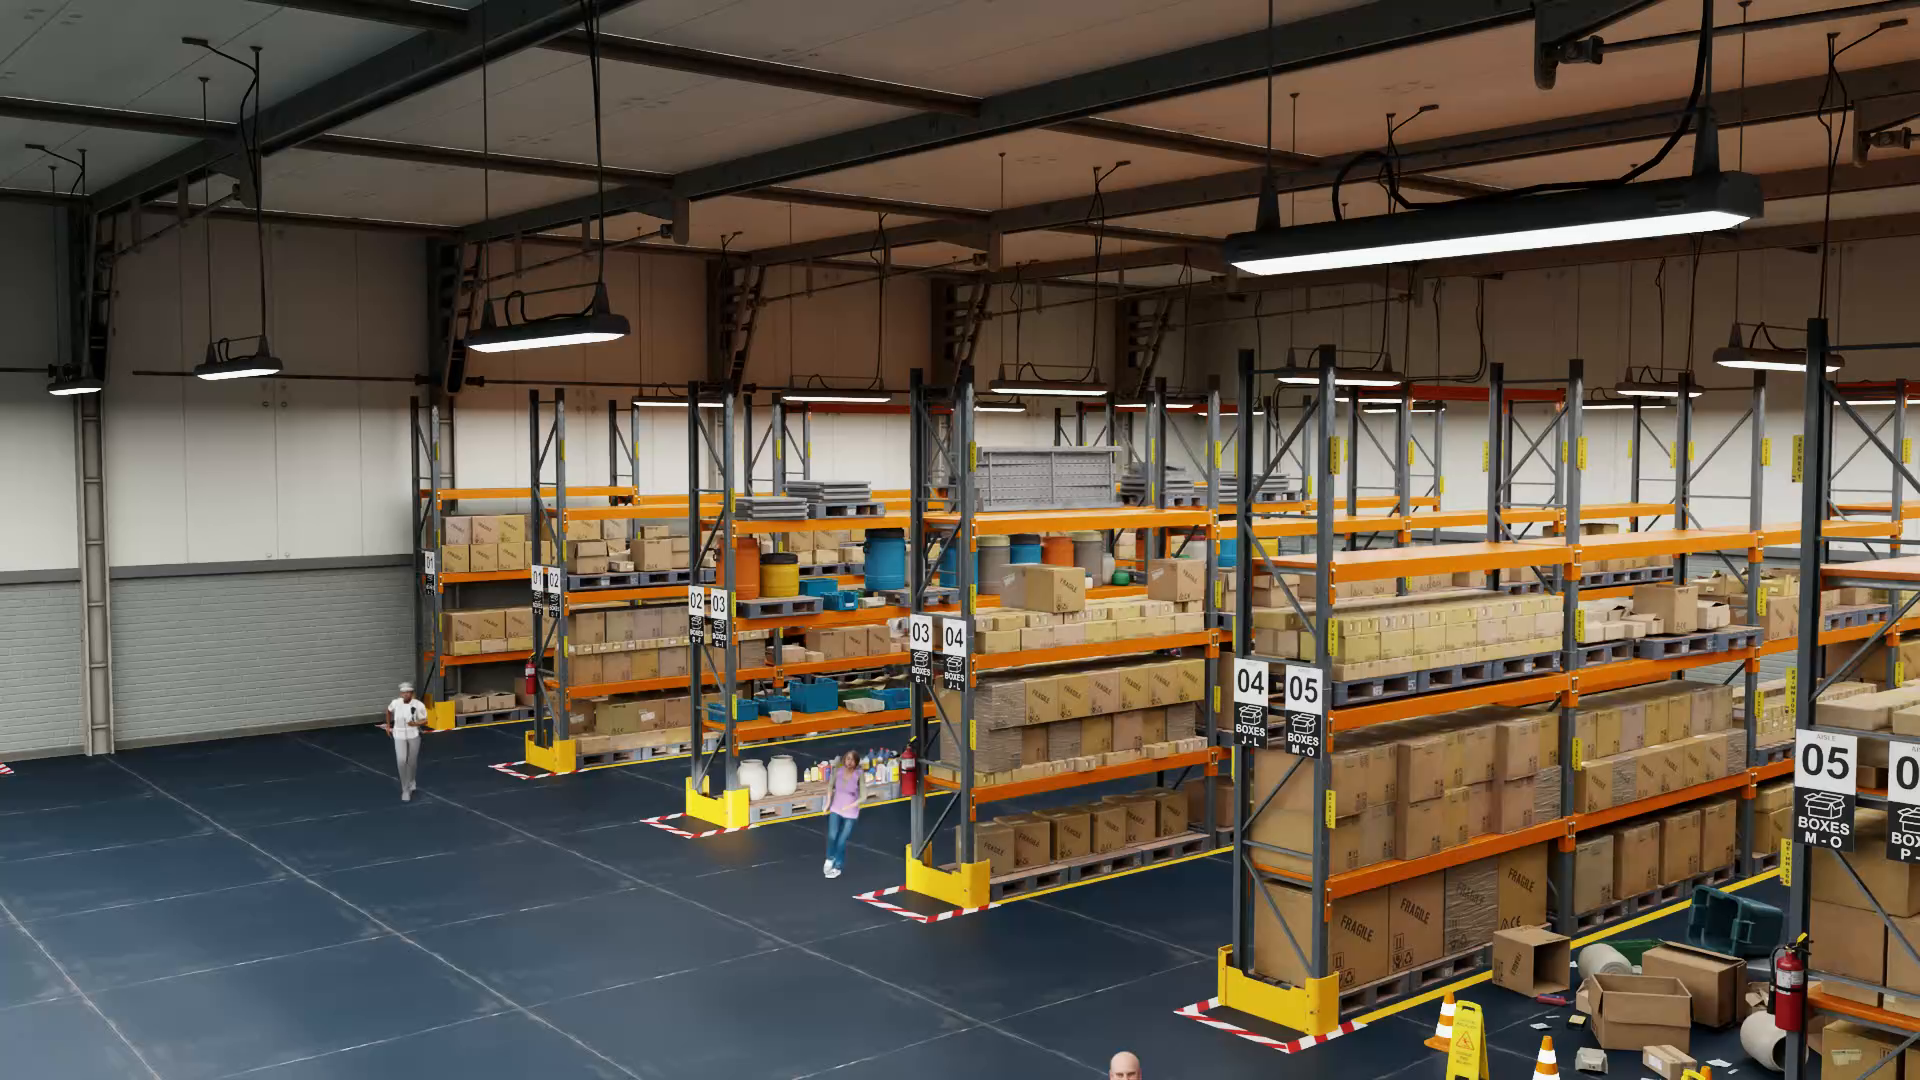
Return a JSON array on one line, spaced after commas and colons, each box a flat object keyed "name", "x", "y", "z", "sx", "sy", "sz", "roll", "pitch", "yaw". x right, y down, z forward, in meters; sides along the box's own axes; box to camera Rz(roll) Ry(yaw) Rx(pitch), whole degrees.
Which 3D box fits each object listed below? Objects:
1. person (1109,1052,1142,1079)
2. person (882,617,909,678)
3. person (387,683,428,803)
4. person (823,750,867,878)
[{"name": "person", "x": 0.955, "y": 3.760, "z": 9.442, "sx": 0.625, "sy": 1.787, "sz": 0.830, "roll": 1, "pitch": 3, "yaw": 9}, {"name": "person", "x": -1.322, "y": 2.067, "z": 32.923, "sx": 0.624, "sy": 1.766, "sz": 0.681, "roll": -3, "pitch": 5, "yaw": -44}, {"name": "person", "x": -8.031, "y": 2.907, "z": 24.188, "sx": 0.599, "sy": 1.735, "sz": 0.846, "roll": -1, "pitch": 3, "yaw": -12}, {"name": "person", "x": -1.360, "y": 3.236, "z": 19.537, "sx": 0.542, "sy": 1.535, "sz": 0.547, "roll": 1, "pitch": 3, "yaw": 9}]
